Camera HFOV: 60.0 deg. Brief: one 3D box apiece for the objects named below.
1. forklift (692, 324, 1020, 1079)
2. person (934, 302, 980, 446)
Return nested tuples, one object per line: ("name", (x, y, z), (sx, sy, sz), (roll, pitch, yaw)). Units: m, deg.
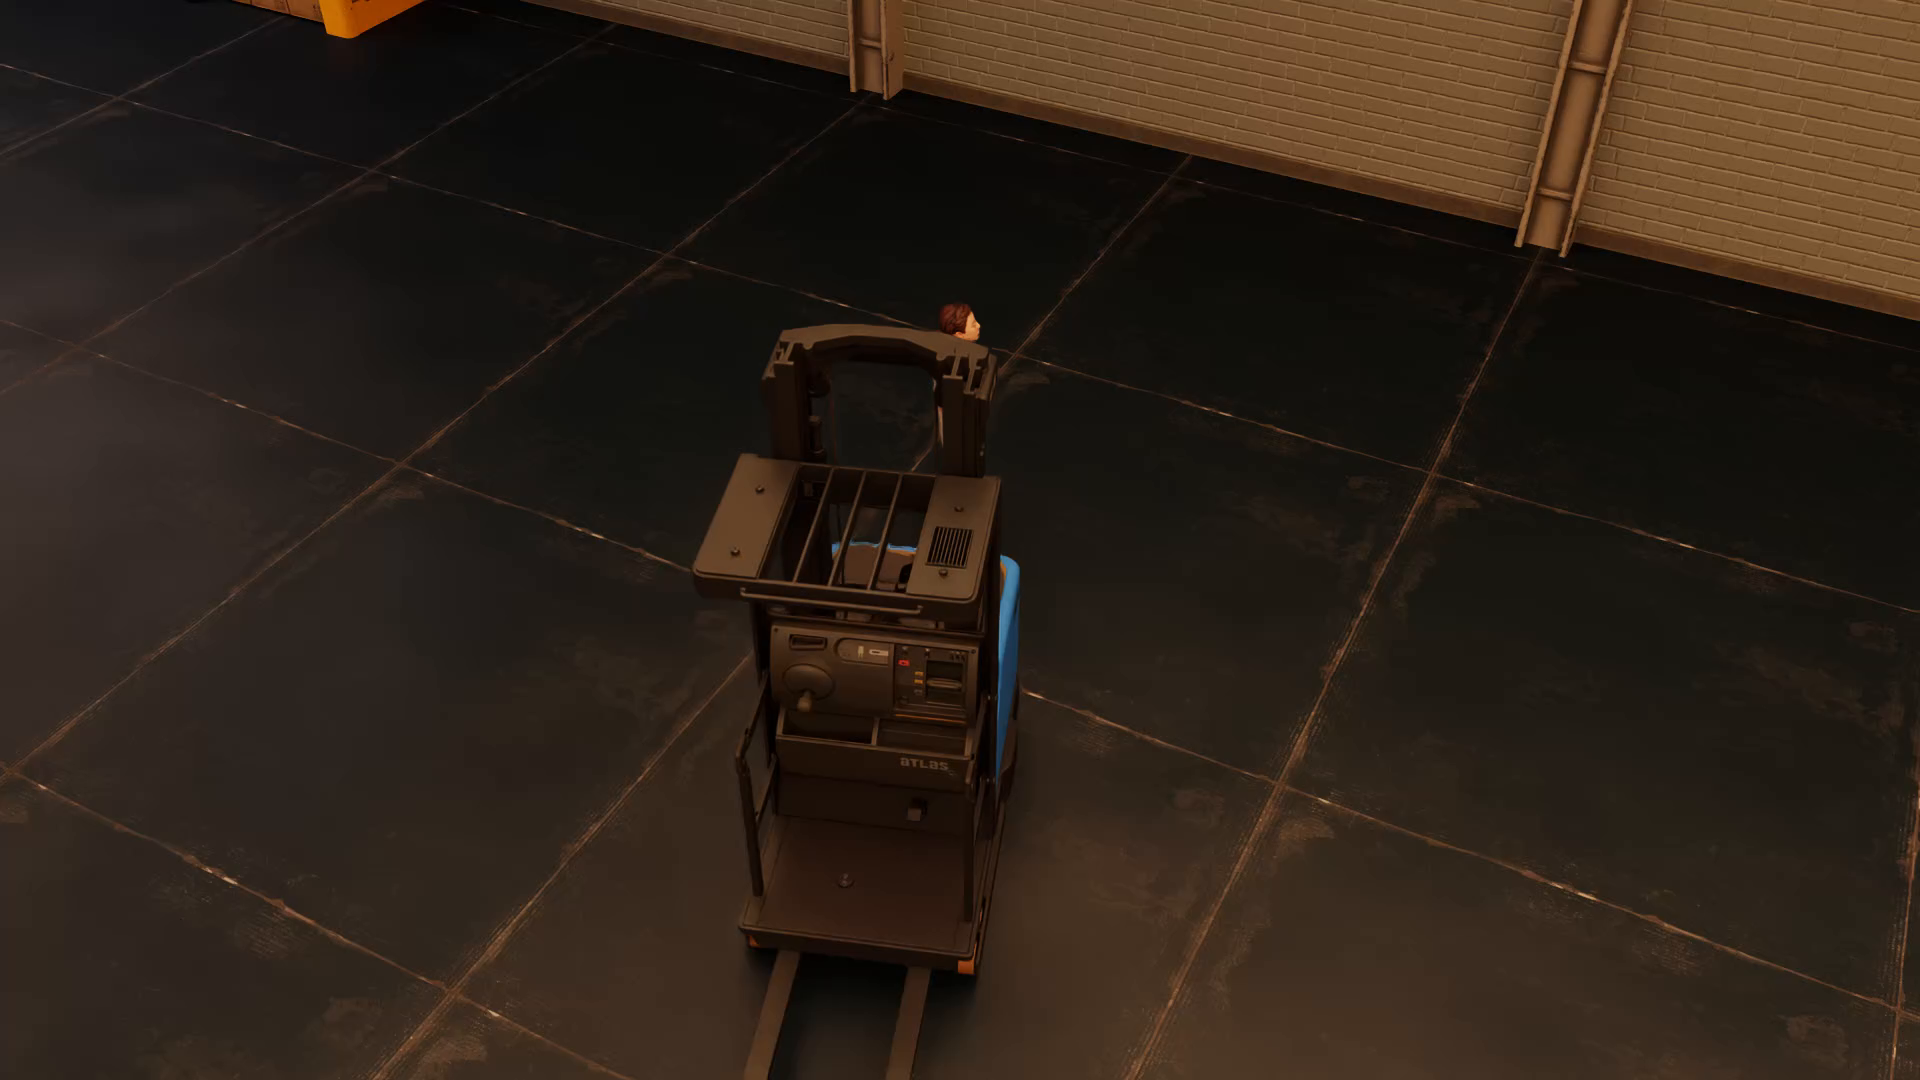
("forklift", (-0.411, 0.673, 7.187), (1.130, 2.935, 3.031), (6, 40, 7))
("person", (0.037, -0.608, 9.685), (0.444, 1.676, 0.618), (5, 40, 6))
